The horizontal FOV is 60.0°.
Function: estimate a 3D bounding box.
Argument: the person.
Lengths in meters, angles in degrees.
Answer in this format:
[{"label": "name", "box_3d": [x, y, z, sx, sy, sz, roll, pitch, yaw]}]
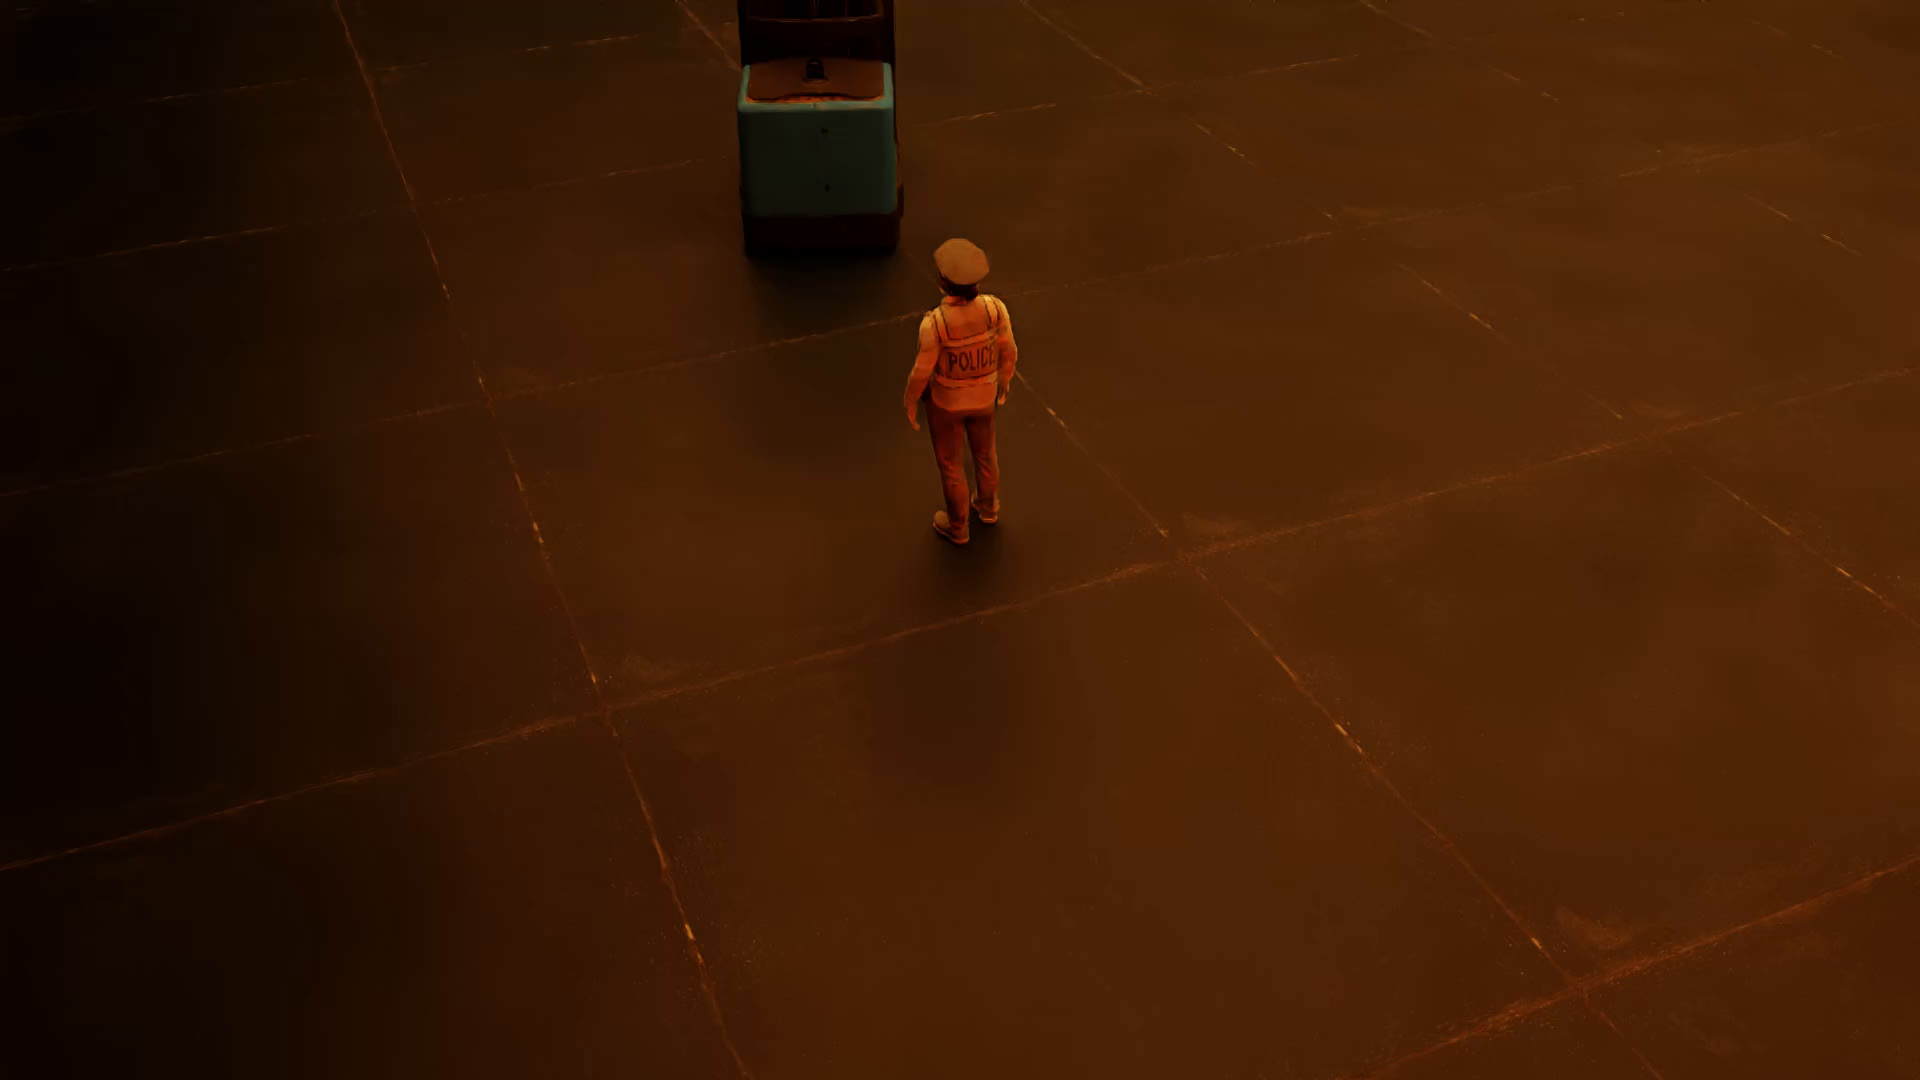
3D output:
[{"label": "person", "box_3d": [-0.020, -0.734, 8.185, 0.586, 1.695, 0.532, -14, 38, -19]}]

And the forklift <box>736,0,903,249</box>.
[{"label": "forklift", "box_3d": [-1.018, -3.996, 11.718, 1.130, 2.935, 3.031, -2, 35, -2]}]
